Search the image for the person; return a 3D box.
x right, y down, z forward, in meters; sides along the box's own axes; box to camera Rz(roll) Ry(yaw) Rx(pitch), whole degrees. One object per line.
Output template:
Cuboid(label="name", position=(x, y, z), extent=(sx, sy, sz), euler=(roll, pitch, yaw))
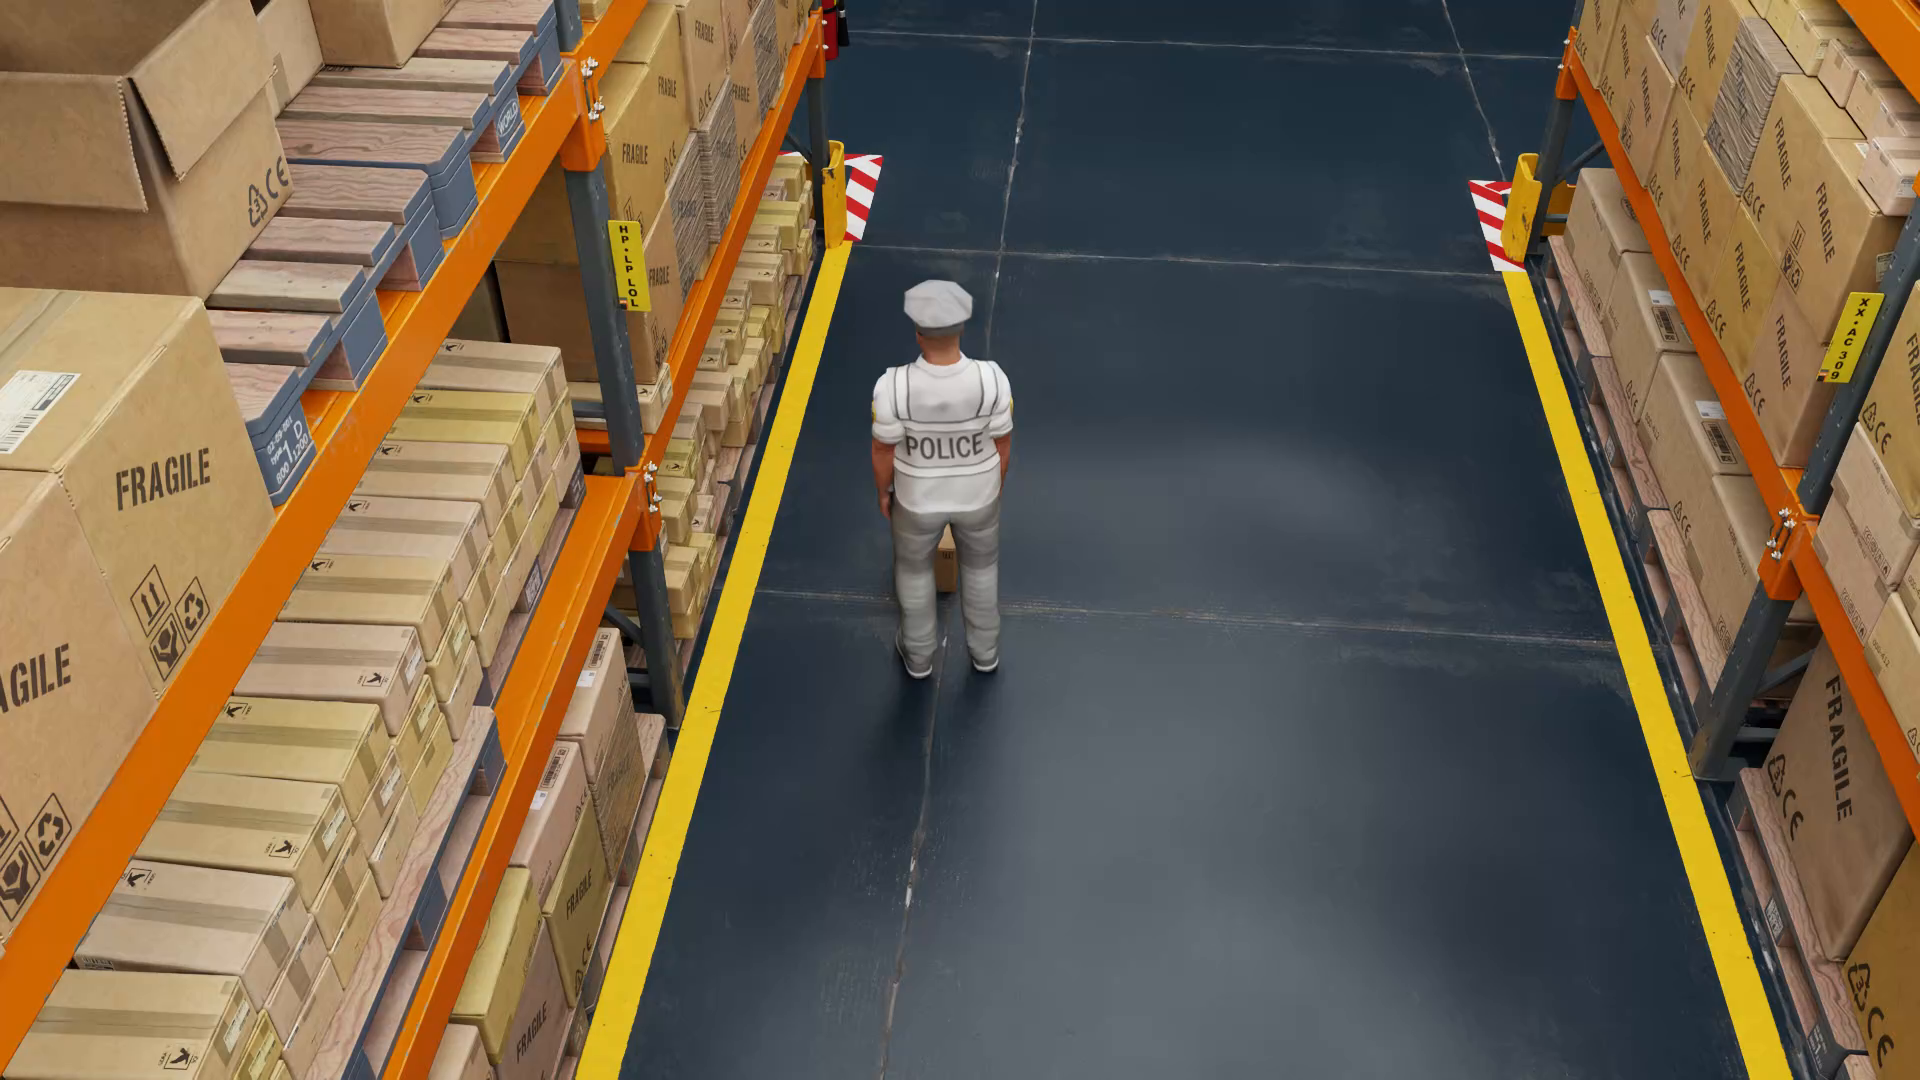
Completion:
Cuboid(label="person", position=(-0.075, -0.201, 6.398), extent=(0.528, 1.744, 0.393), euler=(-5, 40, -5))
